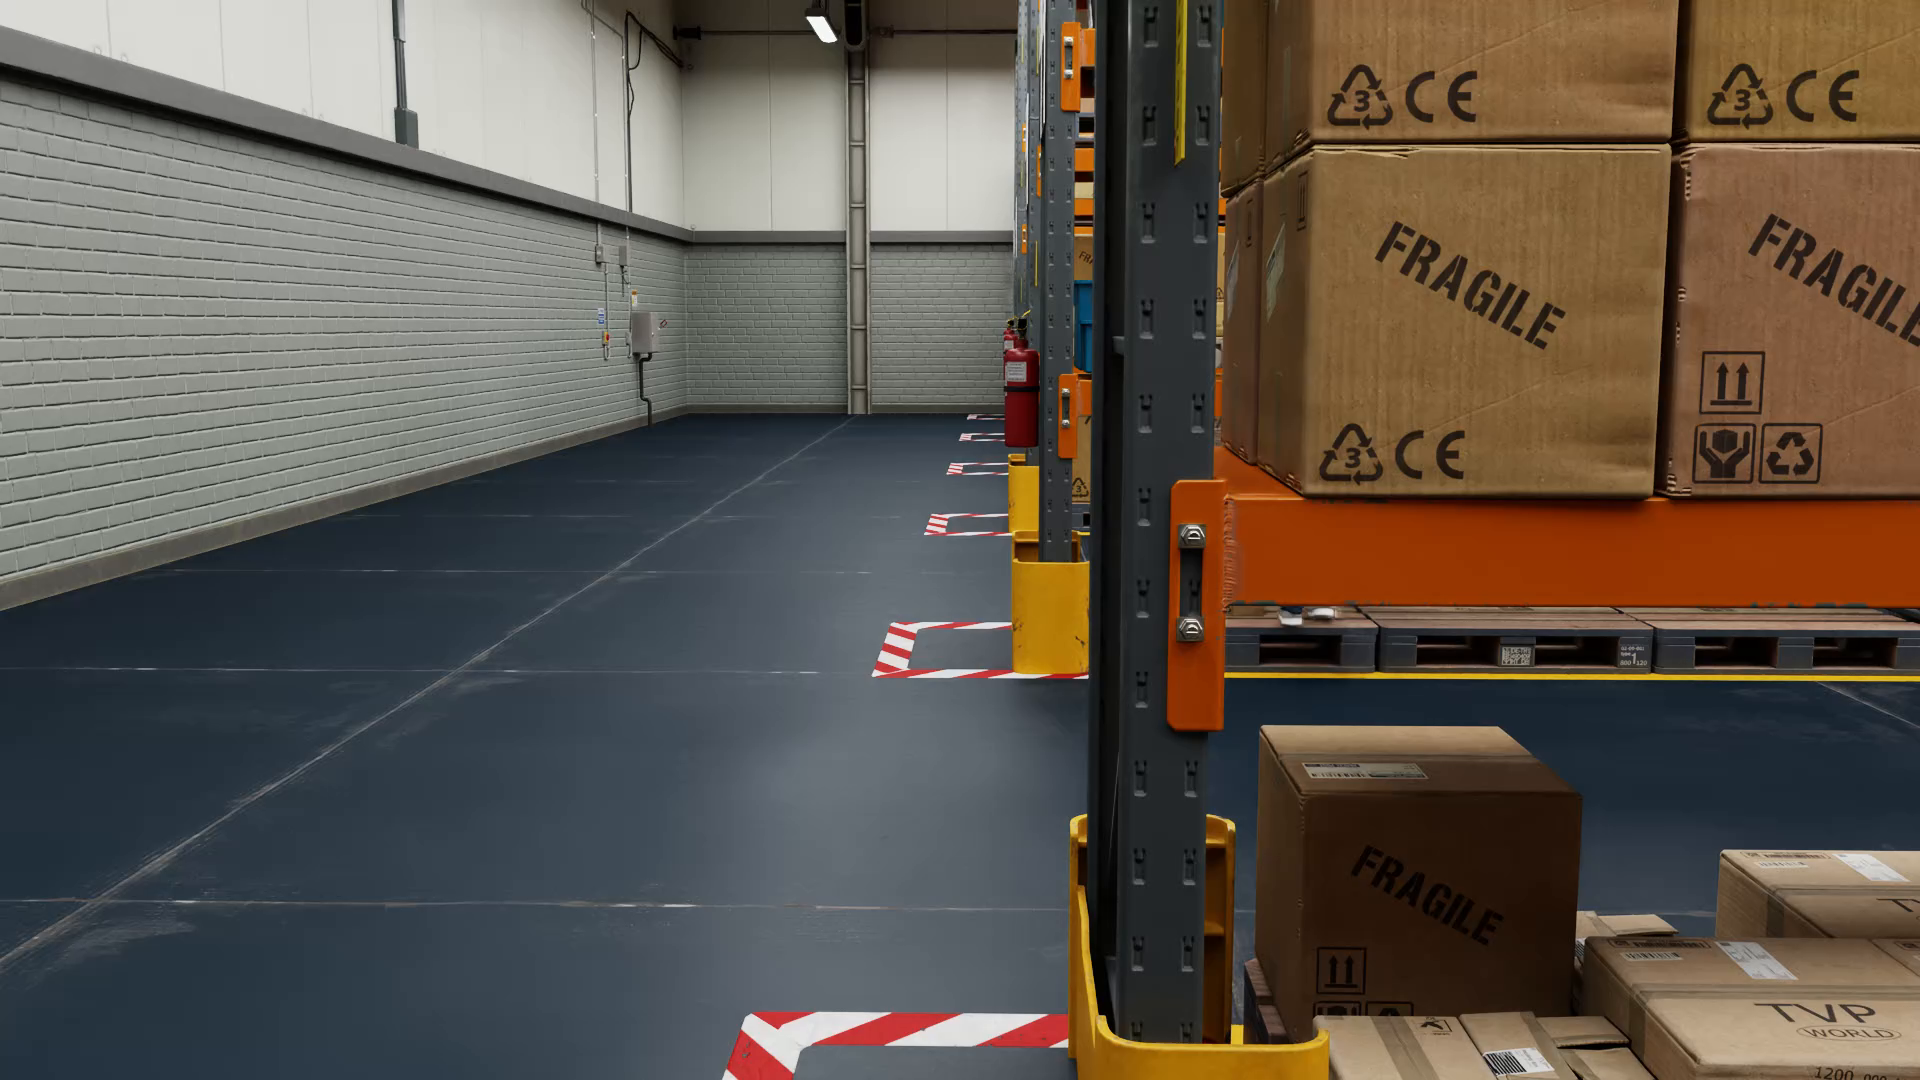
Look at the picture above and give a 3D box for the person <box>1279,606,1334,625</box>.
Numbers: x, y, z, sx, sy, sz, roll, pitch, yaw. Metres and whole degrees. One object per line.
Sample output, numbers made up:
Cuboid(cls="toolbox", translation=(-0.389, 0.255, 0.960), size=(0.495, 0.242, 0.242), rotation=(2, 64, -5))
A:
Cuboid(cls="person", translation=(1.495, -0.394, 7.395), size=(0.444, 1.572, 0.487), rotation=(-1, 7, -5))
